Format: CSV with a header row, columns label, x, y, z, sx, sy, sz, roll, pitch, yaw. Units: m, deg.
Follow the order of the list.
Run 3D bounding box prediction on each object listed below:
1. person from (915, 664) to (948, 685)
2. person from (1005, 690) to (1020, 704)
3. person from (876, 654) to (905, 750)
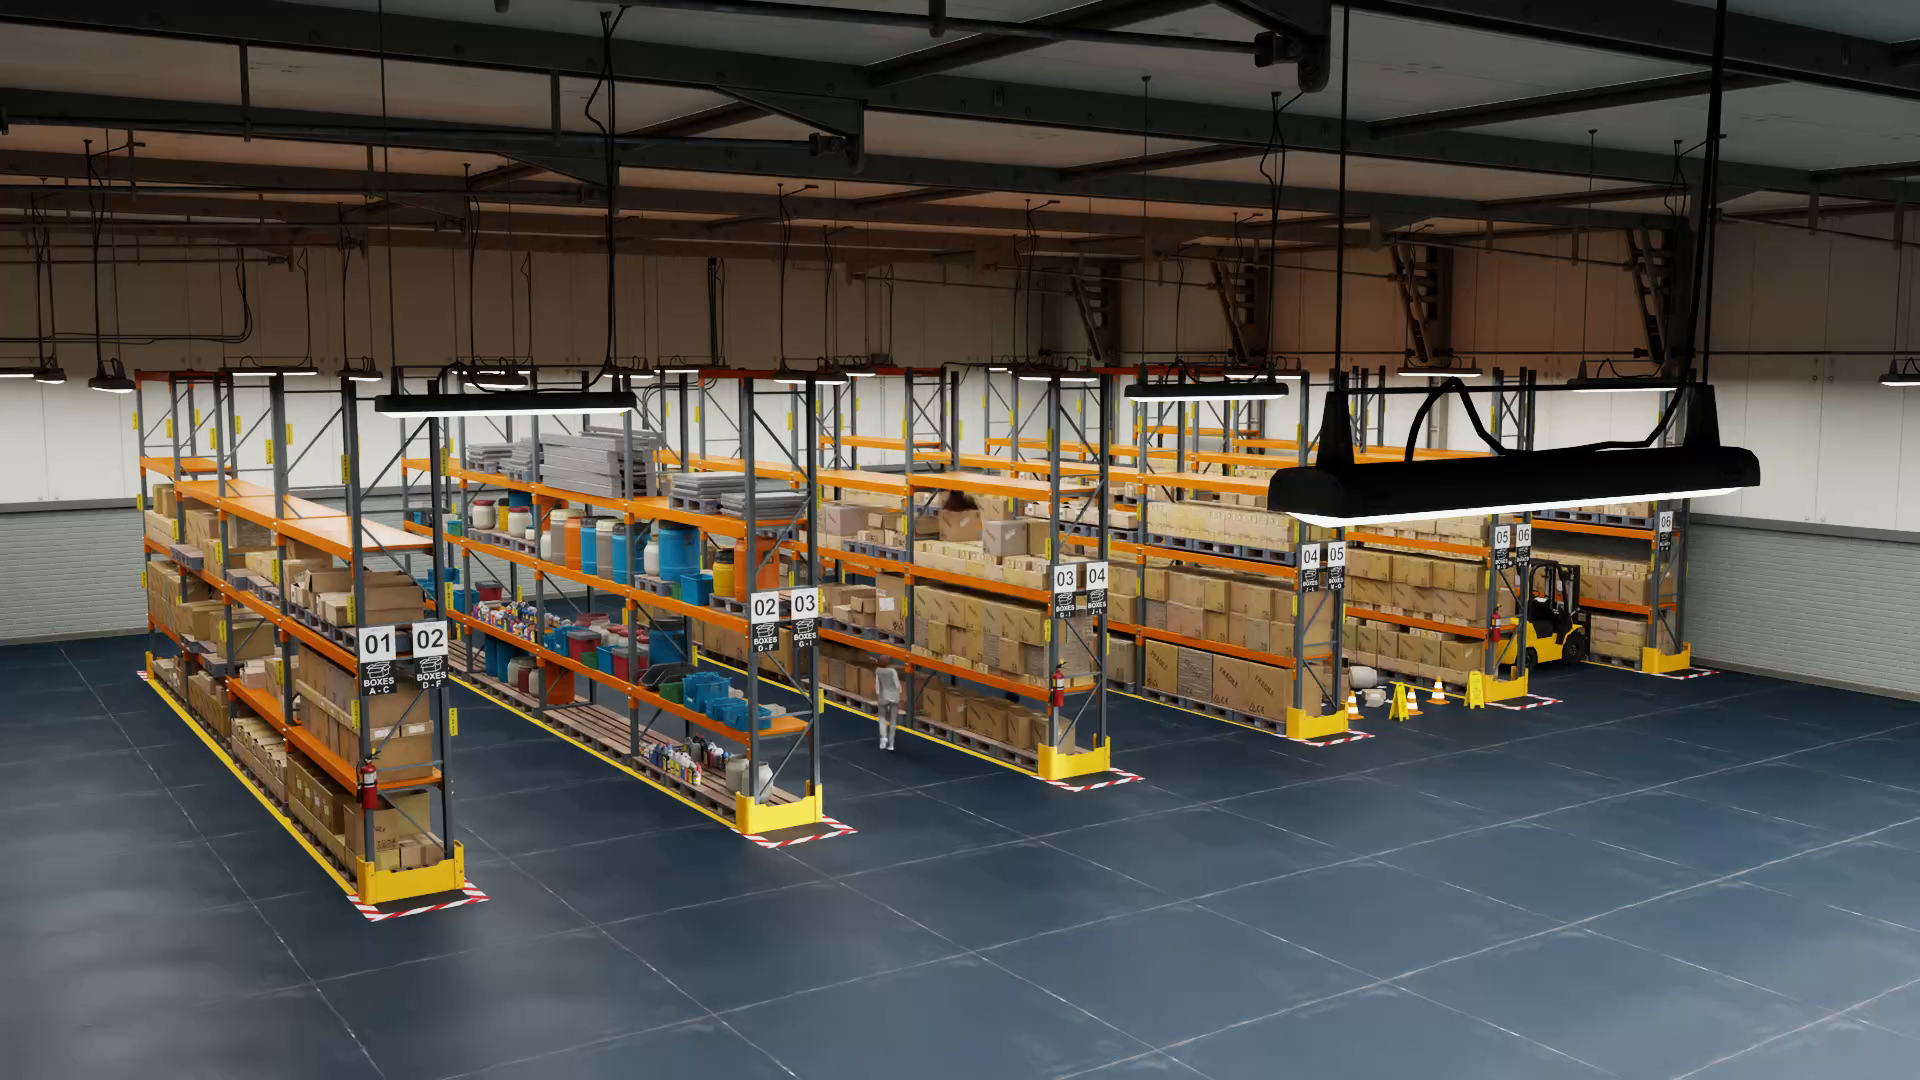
label,x,y,z,sx,sy,sz,roll,pitch,yaw
person,-0.571,1.926,31.514,0.671,1.726,1.007,-4,7,-30
person,0.899,2.222,29.452,0.345,1.604,0.449,-3,7,-27
person,-1.109,2.559,26.443,0.469,1.562,0.439,0,6,1
